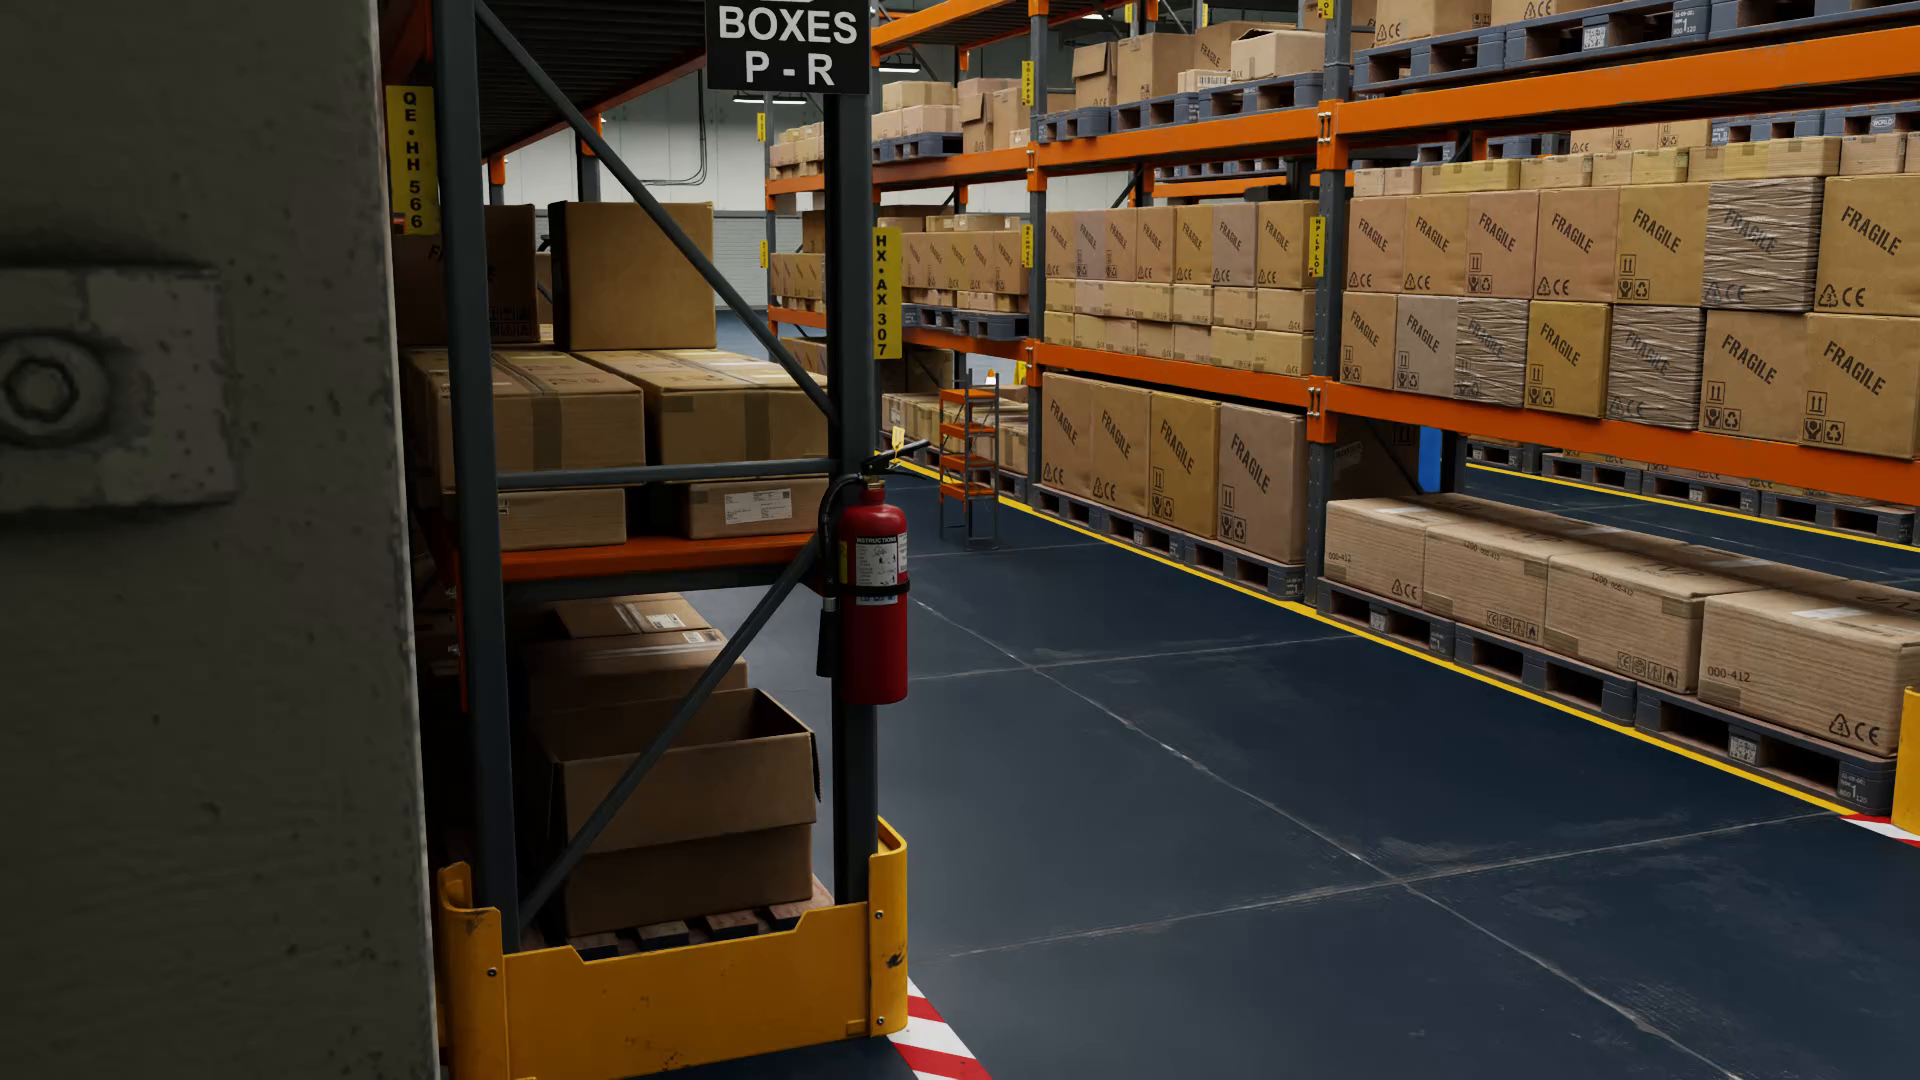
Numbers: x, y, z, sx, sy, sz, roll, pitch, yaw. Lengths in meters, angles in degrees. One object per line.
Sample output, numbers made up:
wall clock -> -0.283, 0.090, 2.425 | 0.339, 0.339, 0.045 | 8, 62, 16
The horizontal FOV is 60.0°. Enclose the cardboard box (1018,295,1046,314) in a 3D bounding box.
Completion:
cardboard box -> 0.688, -1.898, 13.351 | 0.380, 0.149, 0.250 | -3, 11, -19

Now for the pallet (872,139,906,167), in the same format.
pallet -> -0.299, -3.706, 15.969 | 1.213, 0.211, 1.003 | -4, 11, -21

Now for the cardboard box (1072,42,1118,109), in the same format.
cardboard box -> 1.303, -3.459, 12.548 | 0.797, 0.503, 0.637 | -5, 11, -24

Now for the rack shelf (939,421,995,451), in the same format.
rack shelf -> 0.060, -0.718, 11.442 | 0.258, 0.148, 0.480 | -4, 11, -21

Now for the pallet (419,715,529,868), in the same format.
pallet -> -1.455, 0.877, 6.197 | 1.003, 0.211, 1.213 | -4, 11, -21

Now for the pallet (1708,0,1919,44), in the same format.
pallet -> 3.647, -2.024, 6.230 | 1.003, 0.211, 1.213 | -4, 11, -21

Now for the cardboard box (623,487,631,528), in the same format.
cardboard box -> -1.105, -0.114, 4.519 | 0.380, 0.149, 0.250 | -4, 11, -19

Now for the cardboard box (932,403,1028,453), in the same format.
cardboard box -> 0.286, -1.027, 15.237 | 0.950, 0.372, 0.625 | -4, 11, -19

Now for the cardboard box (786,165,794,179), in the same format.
cardboard box -> -1.813, -4.278, 19.365 | 0.380, 0.149, 0.250 | -4, 11, -19

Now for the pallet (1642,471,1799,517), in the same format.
pallet -> 6.323, -0.408, 13.417 | 1.003, 0.211, 1.213 | -4, 11, -21

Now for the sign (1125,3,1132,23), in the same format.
sign -> 2.185, -6.870, 21.535 | 0.100, 0.325, 0.005 | -4, 11, -21

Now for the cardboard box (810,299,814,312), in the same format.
cardboard box -> -1.491, -2.678, 18.932 | 0.380, 0.149, 0.250 | -4, 11, -19

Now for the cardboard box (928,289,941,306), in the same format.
cardboard box -> -0.071, -2.188, 14.979 | 0.380, 0.149, 0.250 | -3, 11, -19

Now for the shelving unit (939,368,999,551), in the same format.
shelving unit -> 0.060, -0.564, 11.469 | 0.258, 1.200, 0.503 | -4, 11, -21

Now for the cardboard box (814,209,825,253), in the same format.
cardboard box -> -1.308, -3.618, 19.510 | 0.700, 0.500, 0.500 | -4, 11, -20

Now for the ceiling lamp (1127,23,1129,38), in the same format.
ceiling lamp -> 4.639, -12.421, 39.192 | 2.000, 3.185, 0.800 | -4, 11, -21

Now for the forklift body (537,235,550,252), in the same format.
forklift body -> -4.110, -2.155, 17.701 | 2.313, 2.155, 1.214 | -4, 11, -21

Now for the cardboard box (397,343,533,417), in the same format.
cardboard box -> -1.848, -0.617, 6.209 | 0.500, 0.250, 0.500 | -4, 11, -20

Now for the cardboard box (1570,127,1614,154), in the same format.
cardboard box -> 5.562, -3.523, 14.117 | 0.500, 0.500, 0.500 | -4, 11, -21

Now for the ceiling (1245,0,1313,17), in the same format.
ceiling -> 12.476, -15.820, 49.271 | 6.000, 0.001, 6.000 | -4, 11, -21

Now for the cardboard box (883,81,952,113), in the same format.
cardboard box -> -0.395, -4.084, 15.356 | 0.500, 0.250, 0.500 | -4, 11, -22

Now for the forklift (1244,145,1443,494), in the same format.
forklift -> 2.850, -1.739, 13.133 | 1.130, 2.935, 3.031 | -1, 10, -5

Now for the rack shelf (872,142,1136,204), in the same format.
rack shelf -> 0.301, -3.226, 14.785 | 1.077, 0.370, 4.000 | -4, 11, -21

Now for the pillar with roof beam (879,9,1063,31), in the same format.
pillar with roof beam -> -0.064, -15.948, 50.846 | 6.894, 0.400, 0.400 | -4, 11, -21

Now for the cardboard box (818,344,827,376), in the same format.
cardboard box -> -1.260, -1.897, 18.339 | 0.500, 0.500, 0.500 | -3, 11, -18

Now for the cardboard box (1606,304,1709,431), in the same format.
cardboard box -> 3.140, -0.748, 7.082 | 0.500, 0.500, 0.500 | -4, 11, -19

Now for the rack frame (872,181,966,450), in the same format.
rack frame -> -0.423, -2.430, 16.820 | 1.000, 3.000, 0.127 | -4, 11, -21

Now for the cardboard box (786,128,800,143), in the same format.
cardboard box -> -1.773, -4.627, 19.047 | 0.380, 0.149, 0.250 | -4, 11, -21

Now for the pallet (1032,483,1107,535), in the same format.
pallet -> 1.242, -0.270, 12.643 | 1.003, 0.211, 1.213 | -4, 11, -21

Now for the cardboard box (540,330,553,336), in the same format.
cardboard box -> -1.542, -0.732, 6.856 | 0.500, 0.250, 0.500 | -4, 11, -21

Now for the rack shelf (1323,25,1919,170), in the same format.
rack shelf -> 3.200, -1.920, 7.444 | 1.077, 0.370, 4.000 | -4, 11, -21

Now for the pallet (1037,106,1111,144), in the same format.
pallet -> 1.309, -3.059, 12.331 | 1.213, 0.211, 1.003 | -3, 11, -18

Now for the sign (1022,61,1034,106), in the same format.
sign -> 0.520, -3.474, 12.649 | 0.100, 0.325, 0.005 | -4, 11, -21

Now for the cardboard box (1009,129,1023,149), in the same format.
cardboard box -> 0.619, -3.208, 13.348 | 0.380, 0.149, 0.250 | -4, 11, -21

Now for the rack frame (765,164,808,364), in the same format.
rack frame -> -1.873, -3.082, 20.490 | 1.000, 3.000, 0.127 | -4, 11, -21

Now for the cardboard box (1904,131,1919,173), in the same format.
cardboard box -> 3.608, -1.378, 5.913 | 0.380, 0.149, 0.250 | -4, 11, -20

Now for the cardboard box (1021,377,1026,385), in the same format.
cardboard box -> 1.123, -1.727, 20.000 | 0.637, 0.503, 0.797 | 5, 11, 28

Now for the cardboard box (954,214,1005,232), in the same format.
cardboard box -> 0.170, -2.748, 14.421 | 0.380, 0.149, 0.250 | -4, 11, -24

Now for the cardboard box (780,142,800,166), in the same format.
cardboard box -> -1.765, -4.450, 19.192 | 0.500, 0.250, 0.500 | -4, 11, -22

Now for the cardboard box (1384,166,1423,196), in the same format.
cardboard box -> 2.456, -1.876, 8.714 | 0.380, 0.149, 0.250 | -4, 11, -20

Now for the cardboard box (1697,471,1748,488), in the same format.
cardboard box -> 6.182, -0.703, 13.052 | 0.500, 0.500, 0.500 | -4, 11, -22

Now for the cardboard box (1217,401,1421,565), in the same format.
cardboard box -> 2.176, -0.381, 10.168 | 0.875, 0.875, 0.875 | -4, 11, -19

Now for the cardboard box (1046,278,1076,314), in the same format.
cardboard box -> 0.980, -1.851, 12.565 | 0.500, 0.250, 0.500 | -4, 11, -21

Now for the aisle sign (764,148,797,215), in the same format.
aisle sign -> -2.184, -4.353, 20.209 | 0.394, 0.787, 0.004 | -4, 11, -21

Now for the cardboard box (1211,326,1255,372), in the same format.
cardboard box -> 1.895, -1.190, 10.281 | 0.500, 0.250, 0.500 | -4, 11, -22

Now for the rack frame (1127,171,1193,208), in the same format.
rack frame -> 2.704, -3.413, 22.349 | 1.000, 3.000, 0.127 | -4, 11, -21

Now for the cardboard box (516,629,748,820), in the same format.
cardboard box -> -1.107, 0.621, 5.609 | 0.700, 0.500, 0.500 | -3, 11, -19

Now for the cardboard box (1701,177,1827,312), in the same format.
cardboard box -> 3.312, -1.159, 6.538 | 0.500, 0.500, 0.500 | -4, 11, -21

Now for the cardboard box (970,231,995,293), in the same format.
cardboard box -> 0.405, -2.319, 13.866 | 0.500, 0.500, 0.500 | -4, 11, -22

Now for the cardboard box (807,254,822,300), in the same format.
cardboard box -> -1.391, -2.933, 18.517 | 0.500, 0.500, 0.500 | -4, 11, -22

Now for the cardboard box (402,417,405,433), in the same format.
cardboard box -> -2.104, -0.529, 6.850 | 0.380, 0.149, 0.250 | -4, 11, -20

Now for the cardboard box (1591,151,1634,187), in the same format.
cardboard box -> 3.017, -1.626, 7.312 | 0.380, 0.149, 0.250 | -4, 11, -19

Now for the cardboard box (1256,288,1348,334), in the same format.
cardboard box -> 2.089, -1.353, 9.766 | 0.500, 0.250, 0.500 | -4, 11, -21

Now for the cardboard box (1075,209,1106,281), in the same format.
cardboard box -> 1.166, -2.142, 12.061 | 0.500, 0.500, 0.500 | -4, 11, -21
